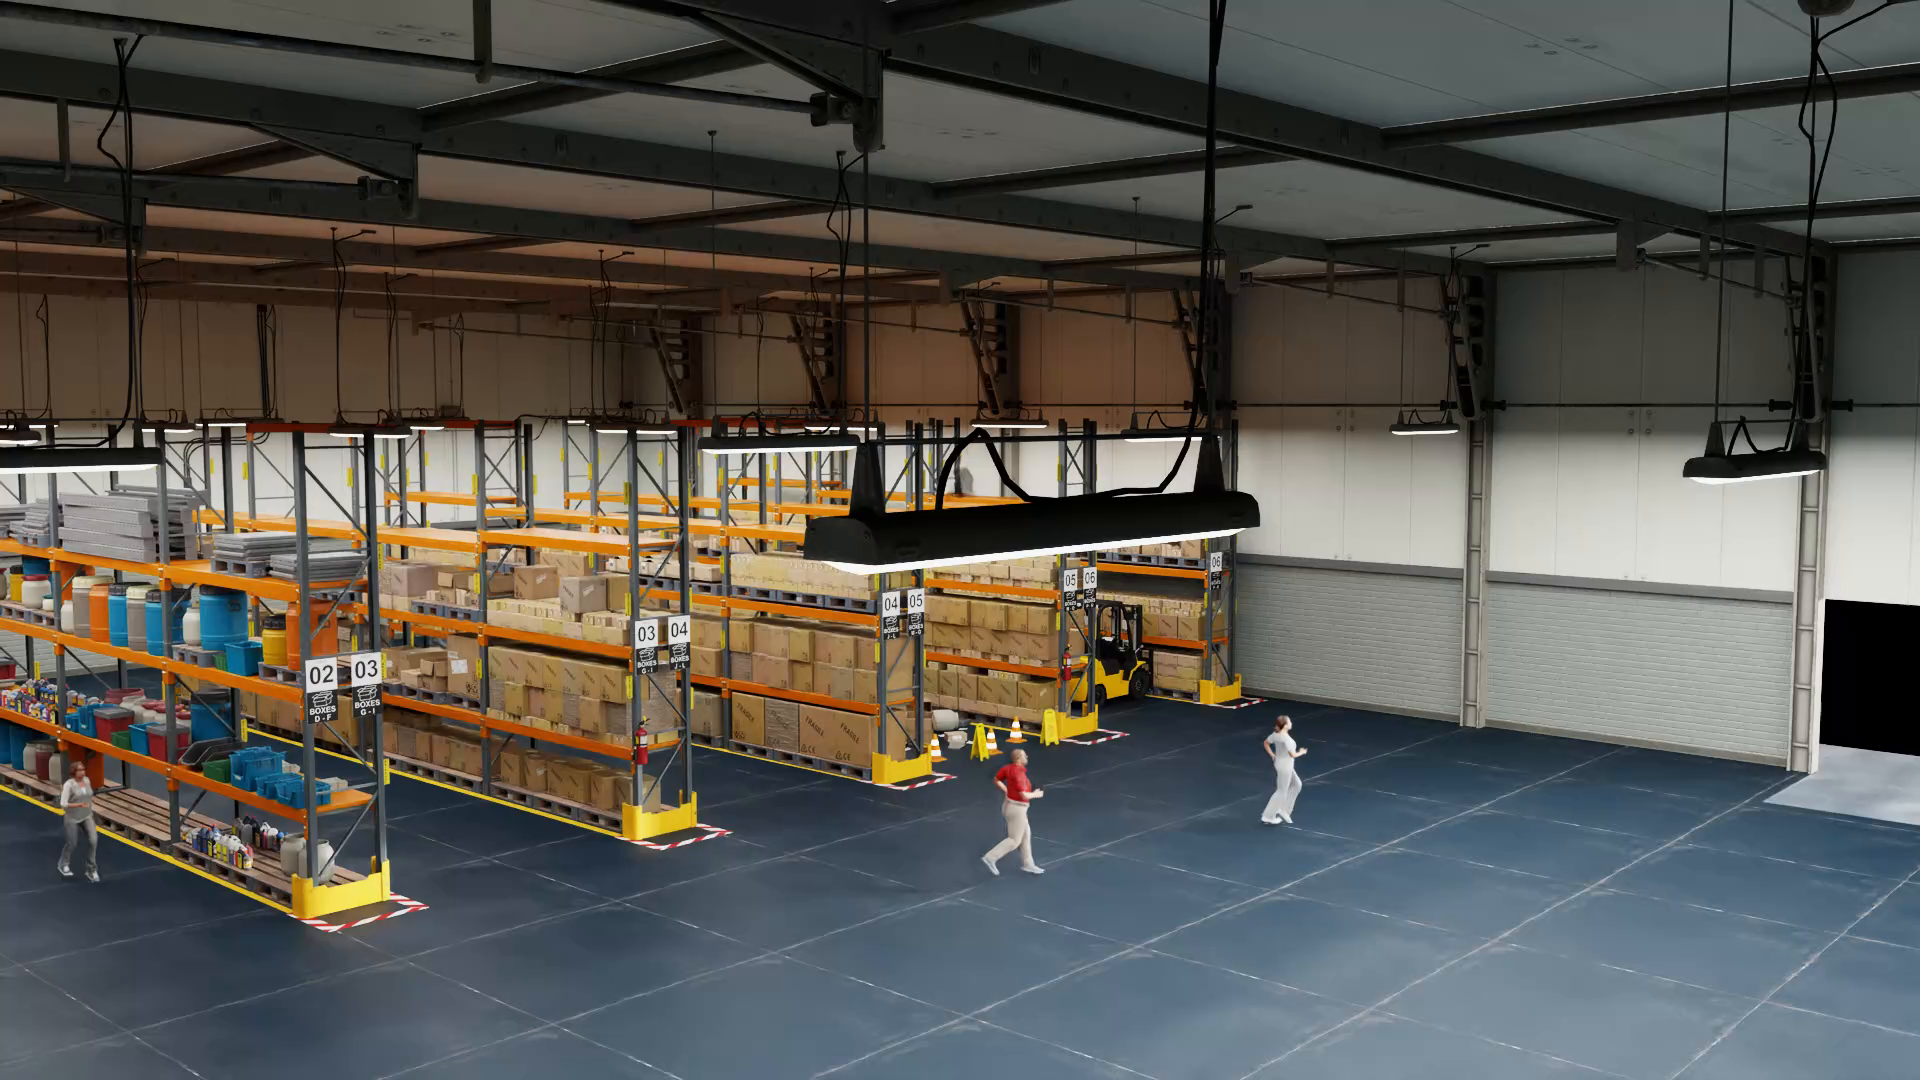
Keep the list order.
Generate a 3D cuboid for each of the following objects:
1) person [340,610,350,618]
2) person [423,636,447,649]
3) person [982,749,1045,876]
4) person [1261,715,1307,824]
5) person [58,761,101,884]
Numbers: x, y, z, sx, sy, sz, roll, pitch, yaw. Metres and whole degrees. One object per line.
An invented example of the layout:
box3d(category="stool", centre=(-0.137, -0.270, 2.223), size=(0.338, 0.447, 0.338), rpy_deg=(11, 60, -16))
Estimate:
box3d(category="person", centre=(-14.211, 2.379, 38.250), size=(0.779, 1.680, 0.618), rpy_deg=(-1, 5, -6))
box3d(category="person", centre=(-12.820, 2.131, 40.580), size=(0.676, 1.794, 0.904), rpy_deg=(4, 6, 44))
box3d(category="person", centre=(0.698, 3.664, 22.257), size=(0.969, 1.734, 0.672), rpy_deg=(-2, 5, -19))
box3d(category="person", centre=(4.866, 3.458, 24.974), size=(0.707, 1.693, 0.532), rpy_deg=(-1, 5, -6))
box3d(category="person", centre=(-11.693, 3.738, 22.034), size=(0.771, 1.644, 0.490), rpy_deg=(3, 6, 33))
